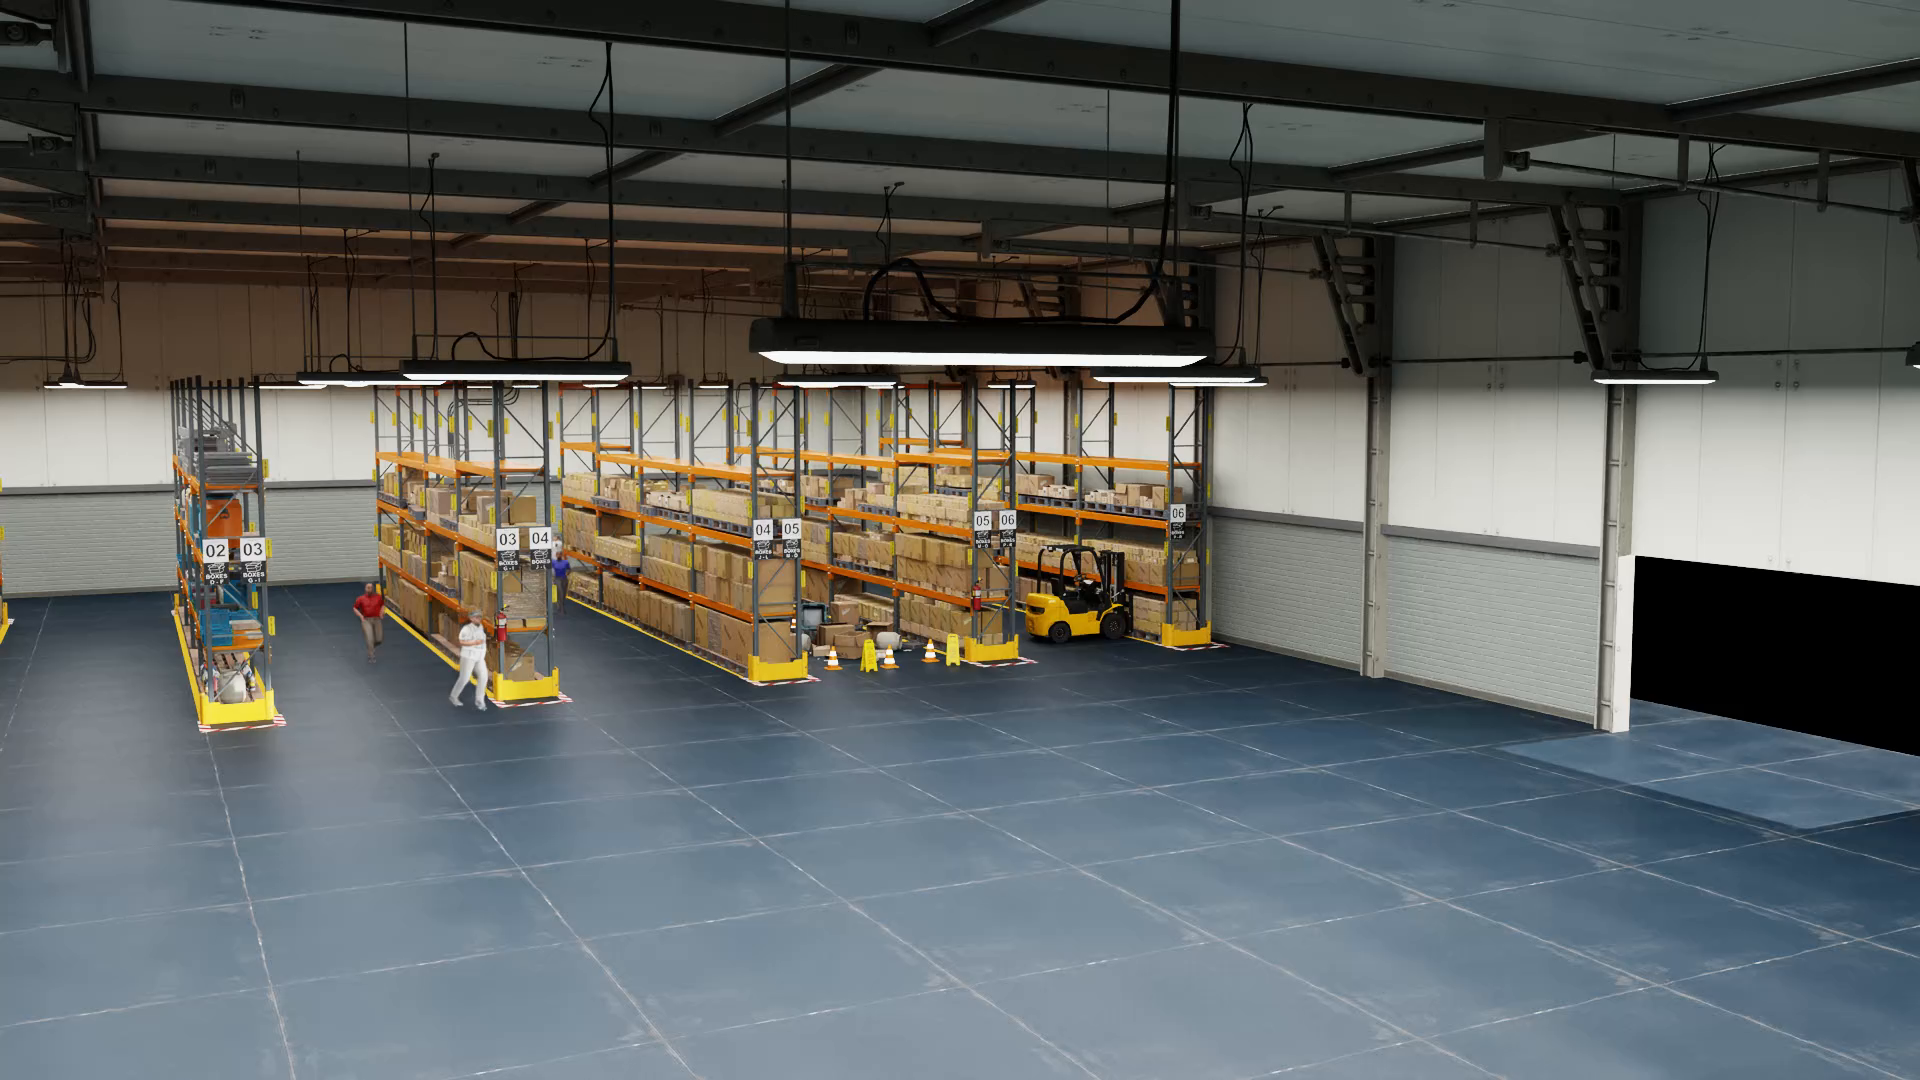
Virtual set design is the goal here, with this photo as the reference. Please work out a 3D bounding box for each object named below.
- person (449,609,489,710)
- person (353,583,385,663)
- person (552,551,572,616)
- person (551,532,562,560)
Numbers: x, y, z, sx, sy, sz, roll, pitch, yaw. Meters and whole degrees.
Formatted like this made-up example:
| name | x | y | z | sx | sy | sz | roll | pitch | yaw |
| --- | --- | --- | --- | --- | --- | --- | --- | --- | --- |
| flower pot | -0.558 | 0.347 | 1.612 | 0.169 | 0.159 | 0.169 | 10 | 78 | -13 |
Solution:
| name | x | y | z | sx | sy | sz | roll | pitch | yaw |
| --- | --- | --- | --- | --- | --- | --- | --- | --- | --- |
| person | -8.858 | 2.171 | 30.154 | 0.807 | 1.841 | 0.601 | 3 | 6 | 30 |
| person | -12.530 | 1.745 | 35.318 | 0.664 | 1.675 | 0.645 | -4 | 6 | -36 |
| person | -10.318 | 1.093 | 42.993 | 0.574 | 1.658 | 0.773 | -2 | 6 | -23 |
| person | -11.683 | 0.622 | 48.063 | 0.671 | 1.721 | 0.673 | 5 | 7 | 45 |
